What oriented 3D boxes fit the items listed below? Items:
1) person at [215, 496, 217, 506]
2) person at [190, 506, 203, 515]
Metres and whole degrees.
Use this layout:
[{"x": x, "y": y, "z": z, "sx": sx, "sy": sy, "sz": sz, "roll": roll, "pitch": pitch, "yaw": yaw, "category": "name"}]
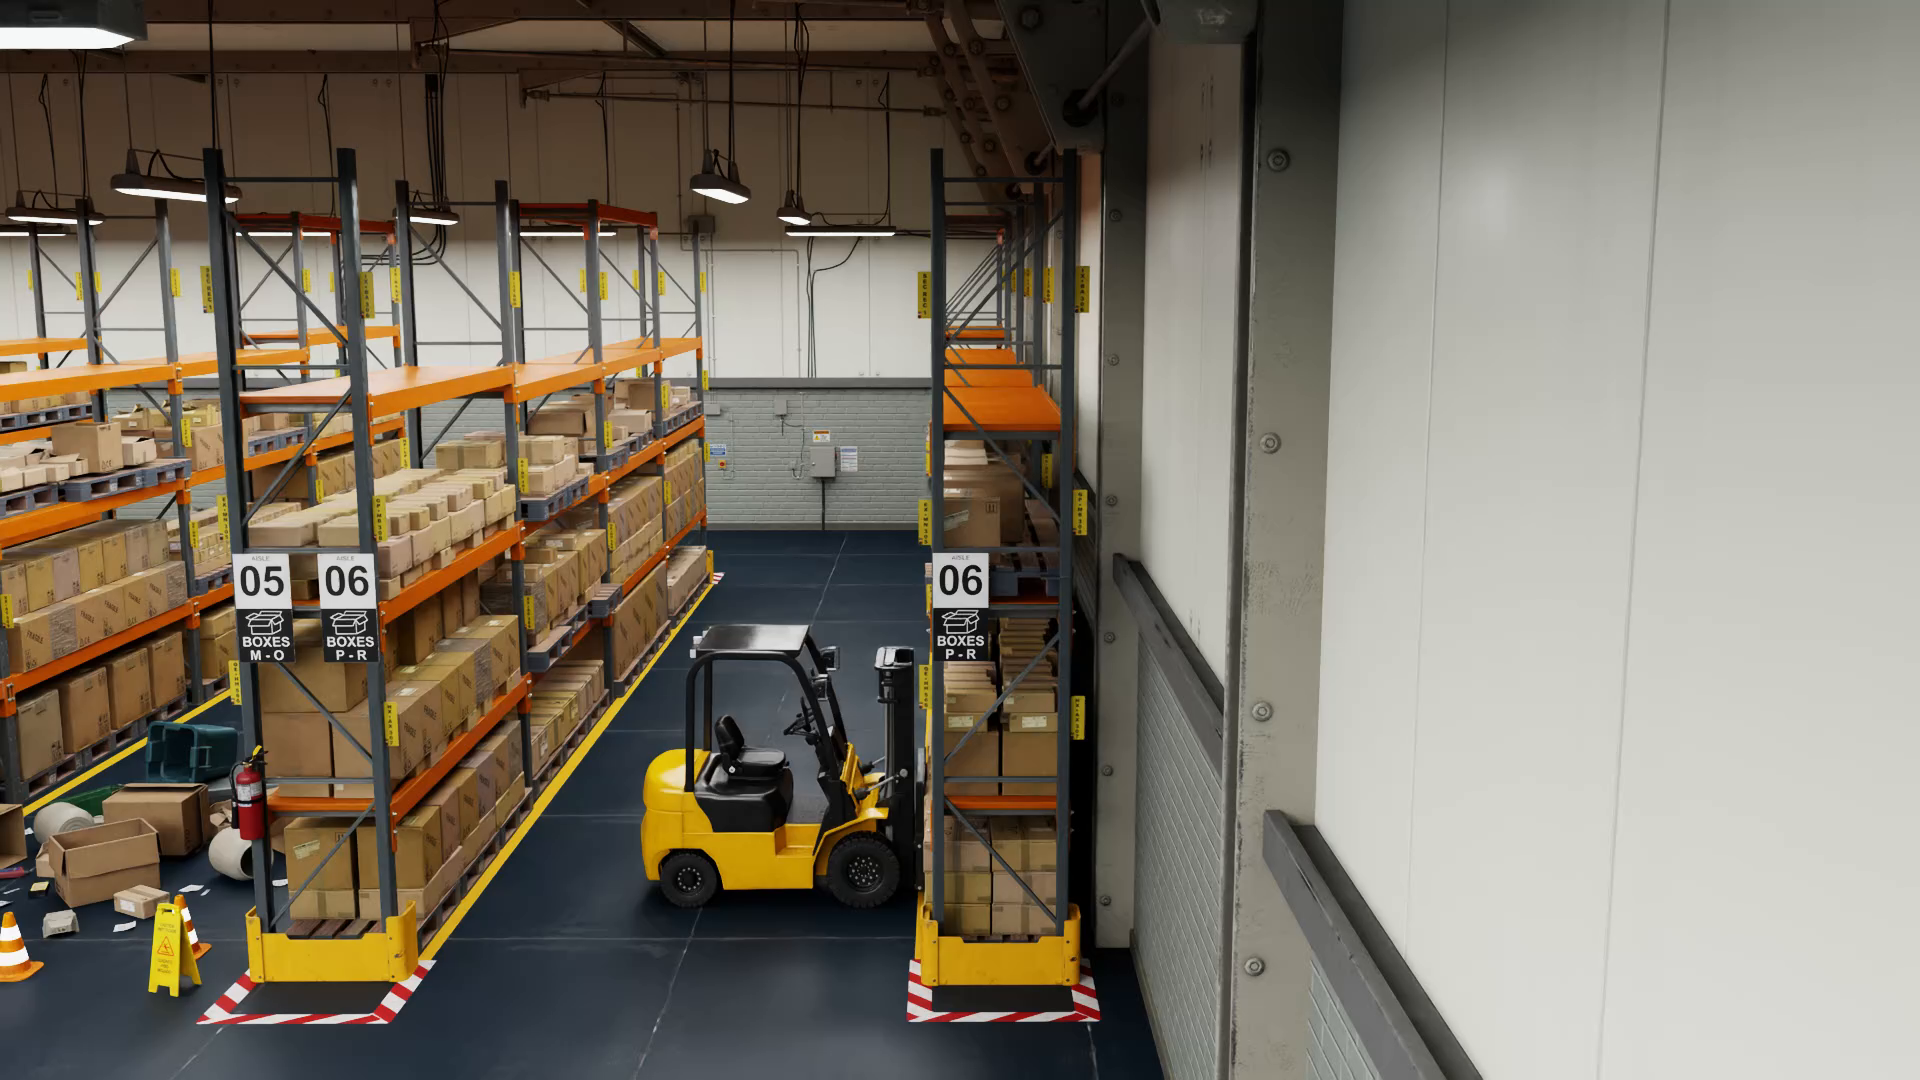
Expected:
[{"x": -11.523, "y": 0.150, "z": 26.105, "sx": 0.664, "sy": 1.761, "sz": 0.734, "roll": 0, "pitch": 9, "yaw": -2, "category": "person"}, {"x": -11.428, "y": 0.343, "z": 24.892, "sx": 0.596, "sy": 1.721, "sz": 0.855, "roll": -1, "pitch": 9, "yaw": -3, "category": "person"}]
